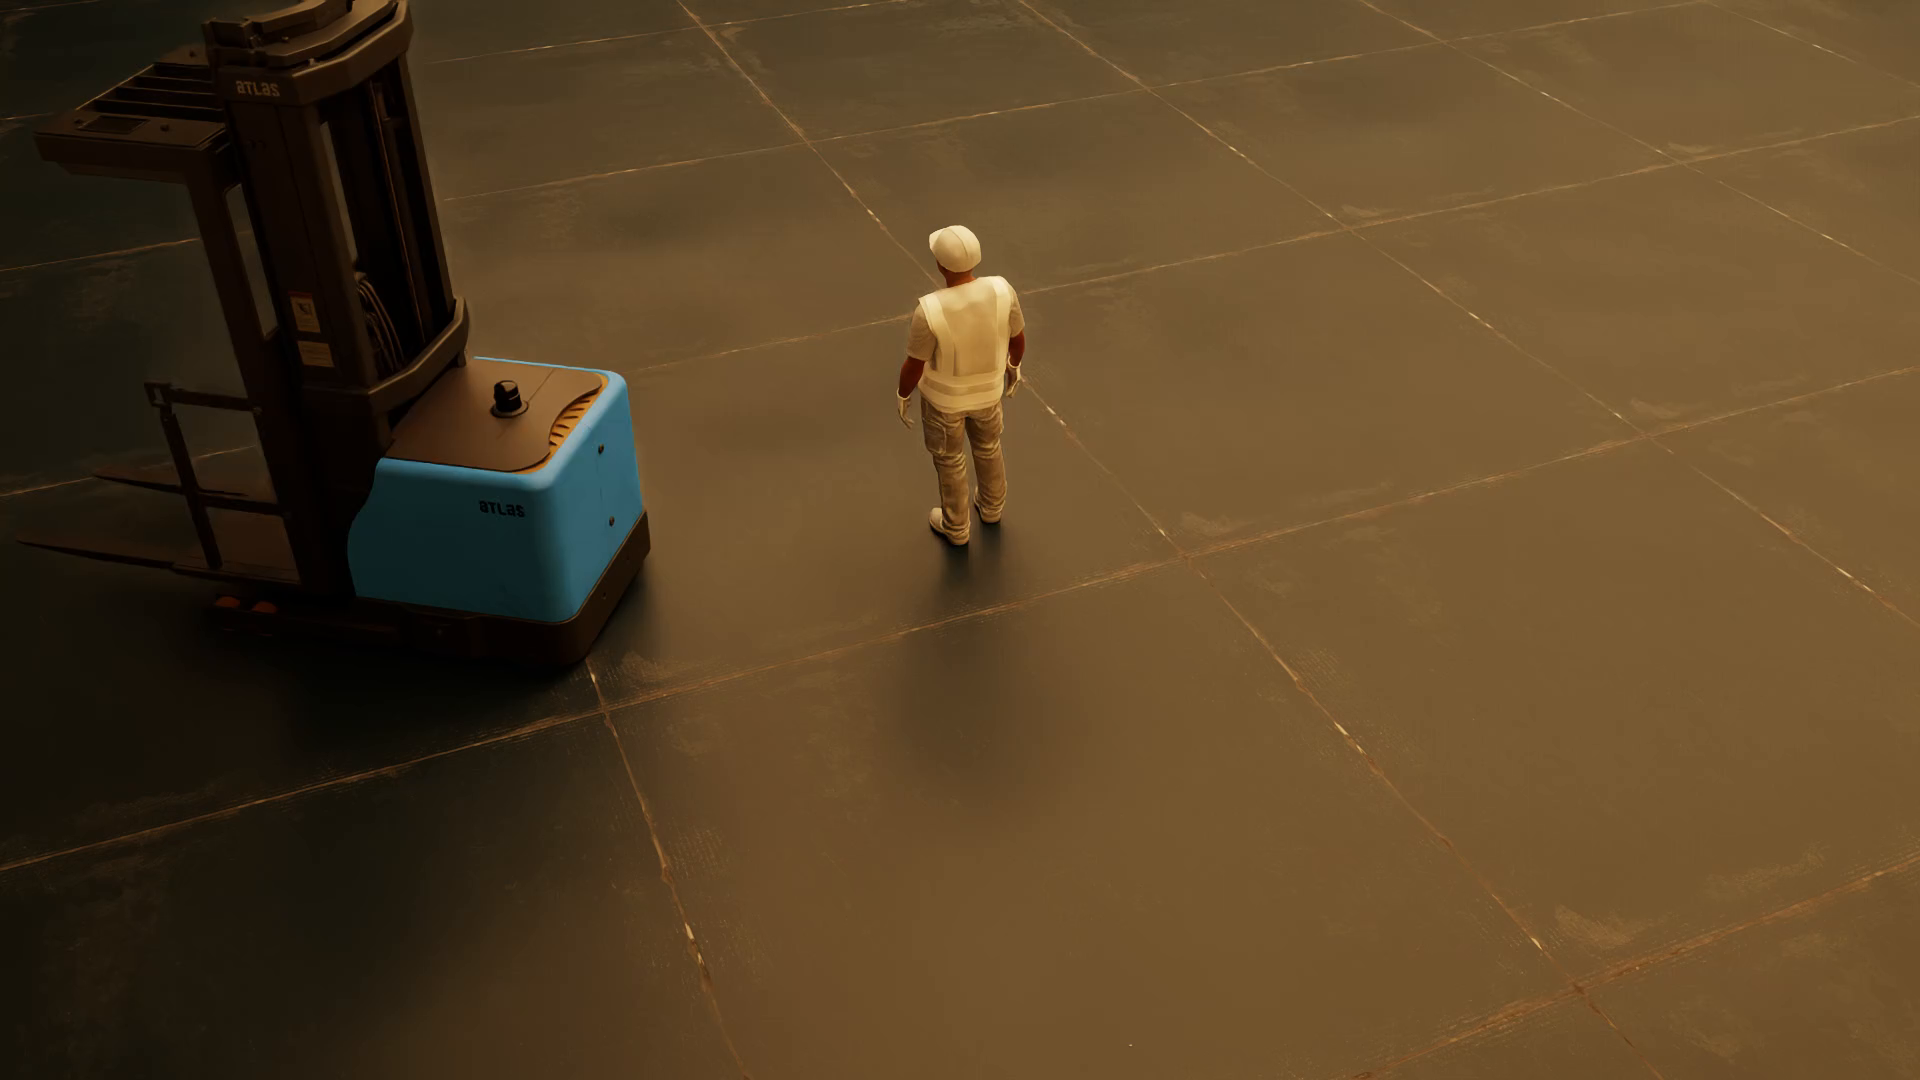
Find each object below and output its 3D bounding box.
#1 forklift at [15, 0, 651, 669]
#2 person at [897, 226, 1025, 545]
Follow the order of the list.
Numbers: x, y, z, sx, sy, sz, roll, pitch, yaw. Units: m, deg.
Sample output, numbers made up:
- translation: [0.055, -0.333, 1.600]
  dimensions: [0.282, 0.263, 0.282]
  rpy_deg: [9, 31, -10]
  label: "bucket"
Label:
- translation: [-3.141, -1.024, 7.539]
  dimensions: [3.031, 2.935, 1.130]
  rpy_deg: [7, 36, 10]
  label: "forklift"
- translation: [-0.019, -0.773, 8.163]
  dimensions: [0.656, 1.782, 0.577]
  rpy_deg: [-14, 38, -19]
  label: "person"
